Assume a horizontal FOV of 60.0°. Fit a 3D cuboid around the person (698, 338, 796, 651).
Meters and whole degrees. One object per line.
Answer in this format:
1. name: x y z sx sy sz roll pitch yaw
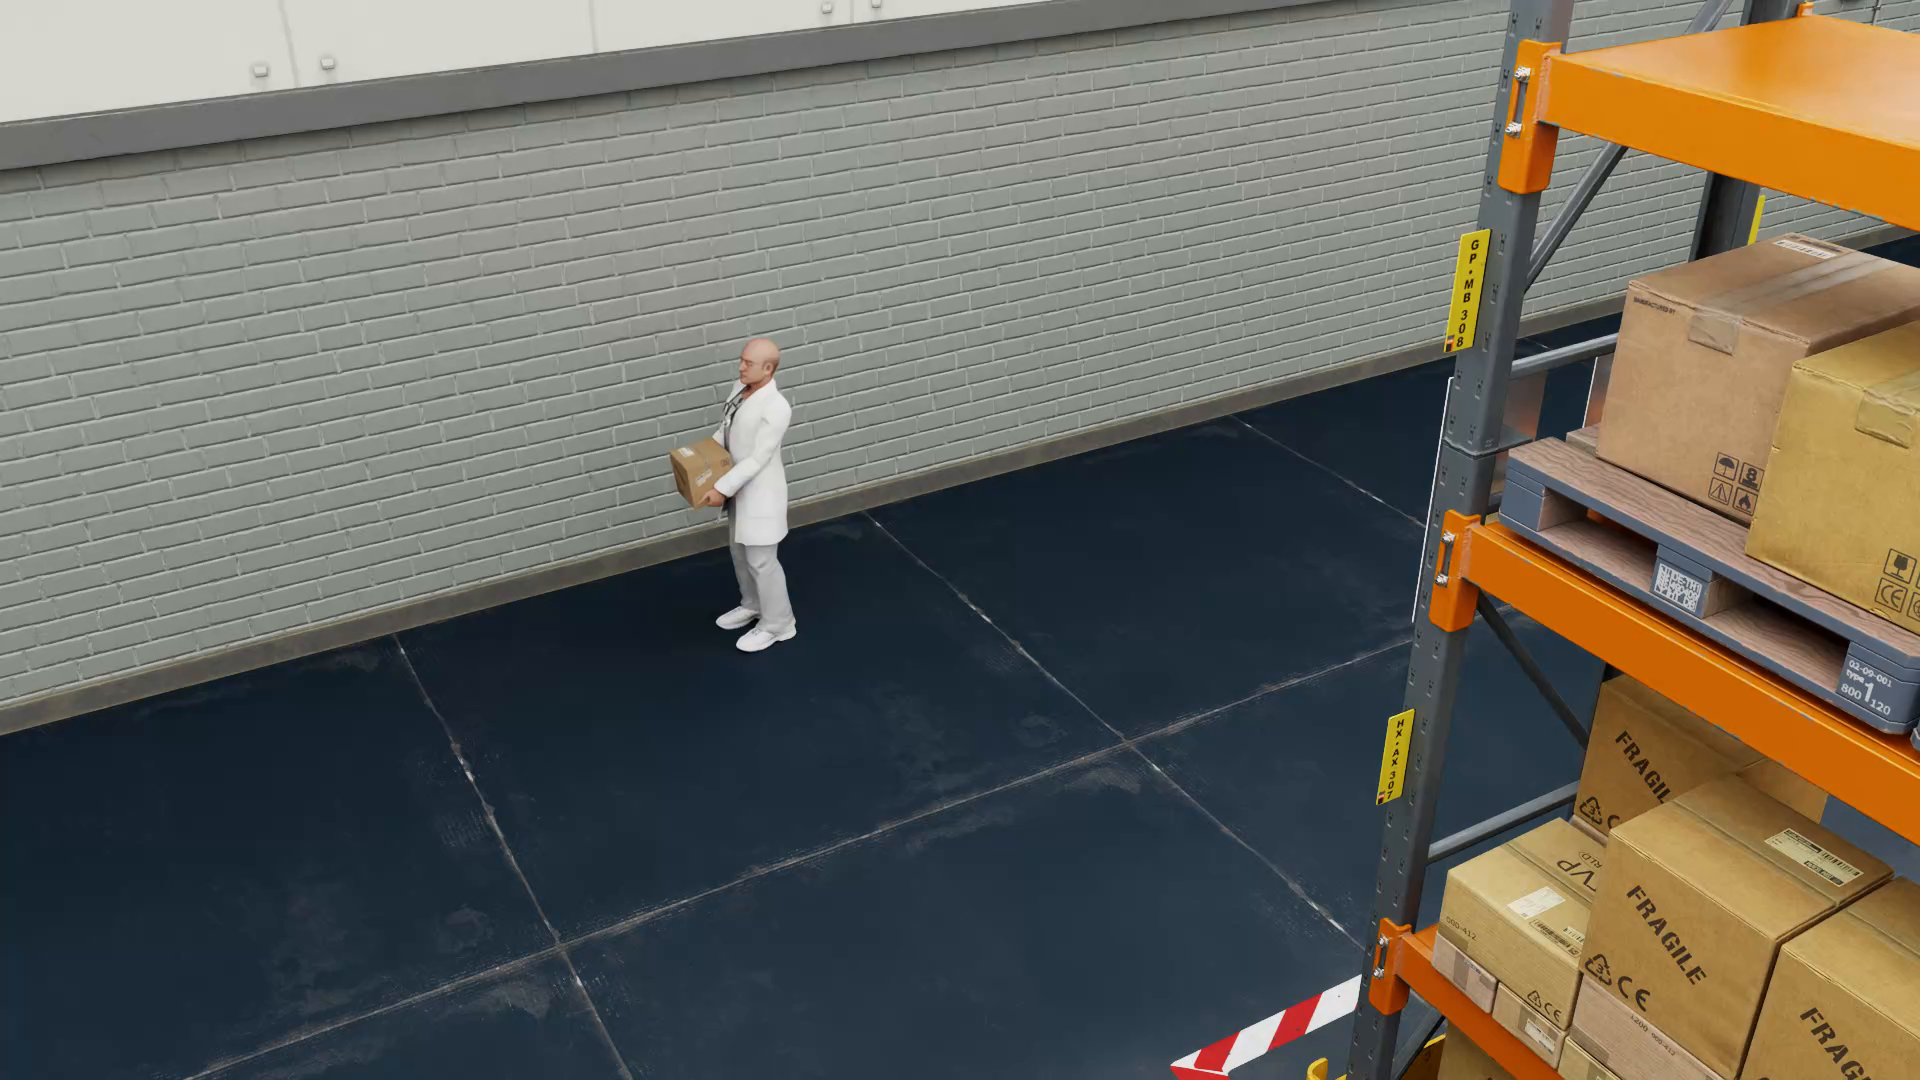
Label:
1. person: -1.205 -0.239 9.030 0.555 1.770 0.518 -15 32 -26
